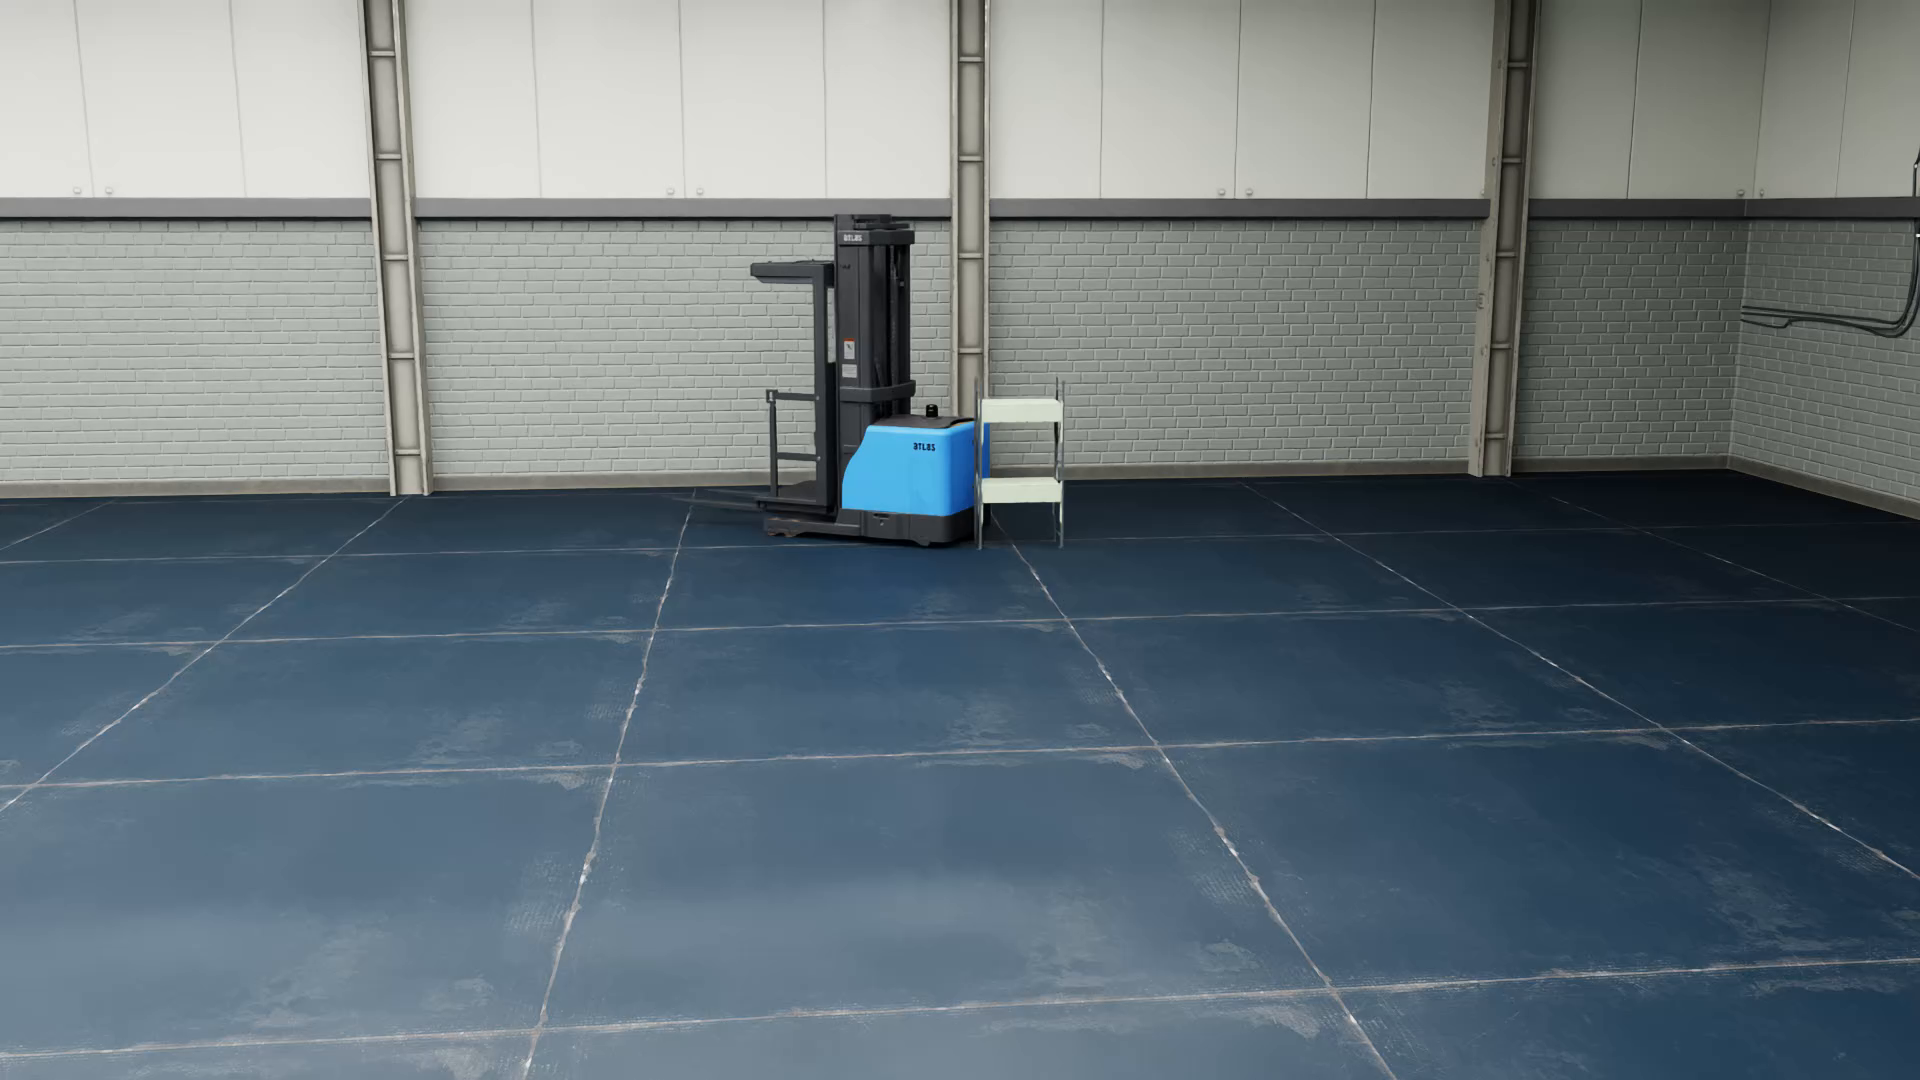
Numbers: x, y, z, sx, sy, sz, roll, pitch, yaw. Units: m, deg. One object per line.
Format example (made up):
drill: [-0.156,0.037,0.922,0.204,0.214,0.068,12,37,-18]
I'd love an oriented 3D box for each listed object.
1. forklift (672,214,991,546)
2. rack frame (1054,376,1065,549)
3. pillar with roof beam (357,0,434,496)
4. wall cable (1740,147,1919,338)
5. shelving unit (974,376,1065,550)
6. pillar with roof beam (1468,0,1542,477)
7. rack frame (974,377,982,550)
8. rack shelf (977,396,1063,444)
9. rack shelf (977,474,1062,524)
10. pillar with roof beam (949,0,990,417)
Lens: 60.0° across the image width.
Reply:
forklift: [-1.273,-1.549,15.531,3.031,2.935,1.130,5,12,24]
rack frame: [0.890,-0.697,14.909,0.023,1.500,0.400,-1,11,-6]
pillar with roof beam: [-5.397,-4.092,12.737,0.400,9.000,9.100,-1,11,-6]
wall cable: [9.139,-3.452,17.529,0.112,2.526,3.097,-1,11,-6]
shelving unit: [0.526,-0.690,14.872,0.755,1.500,0.431,-1,11,-6]
pillar with roof beam: [6.533,-4.342,14.008,0.400,9.000,9.100,-1,11,-6]
rack frame: [0.162,-0.683,14.836,0.023,1.500,0.400,-1,11,-6]
rack shelf: [0.526,-1.073,14.797,0.720,0.370,0.431,-1,11,-6]
rack shelf: [0.526,-0.370,14.935,0.720,0.370,0.431,-1,11,-6]
pillar with roof beam: [0.568,-4.217,13.372,0.400,9.000,9.100,-1,11,-6]
